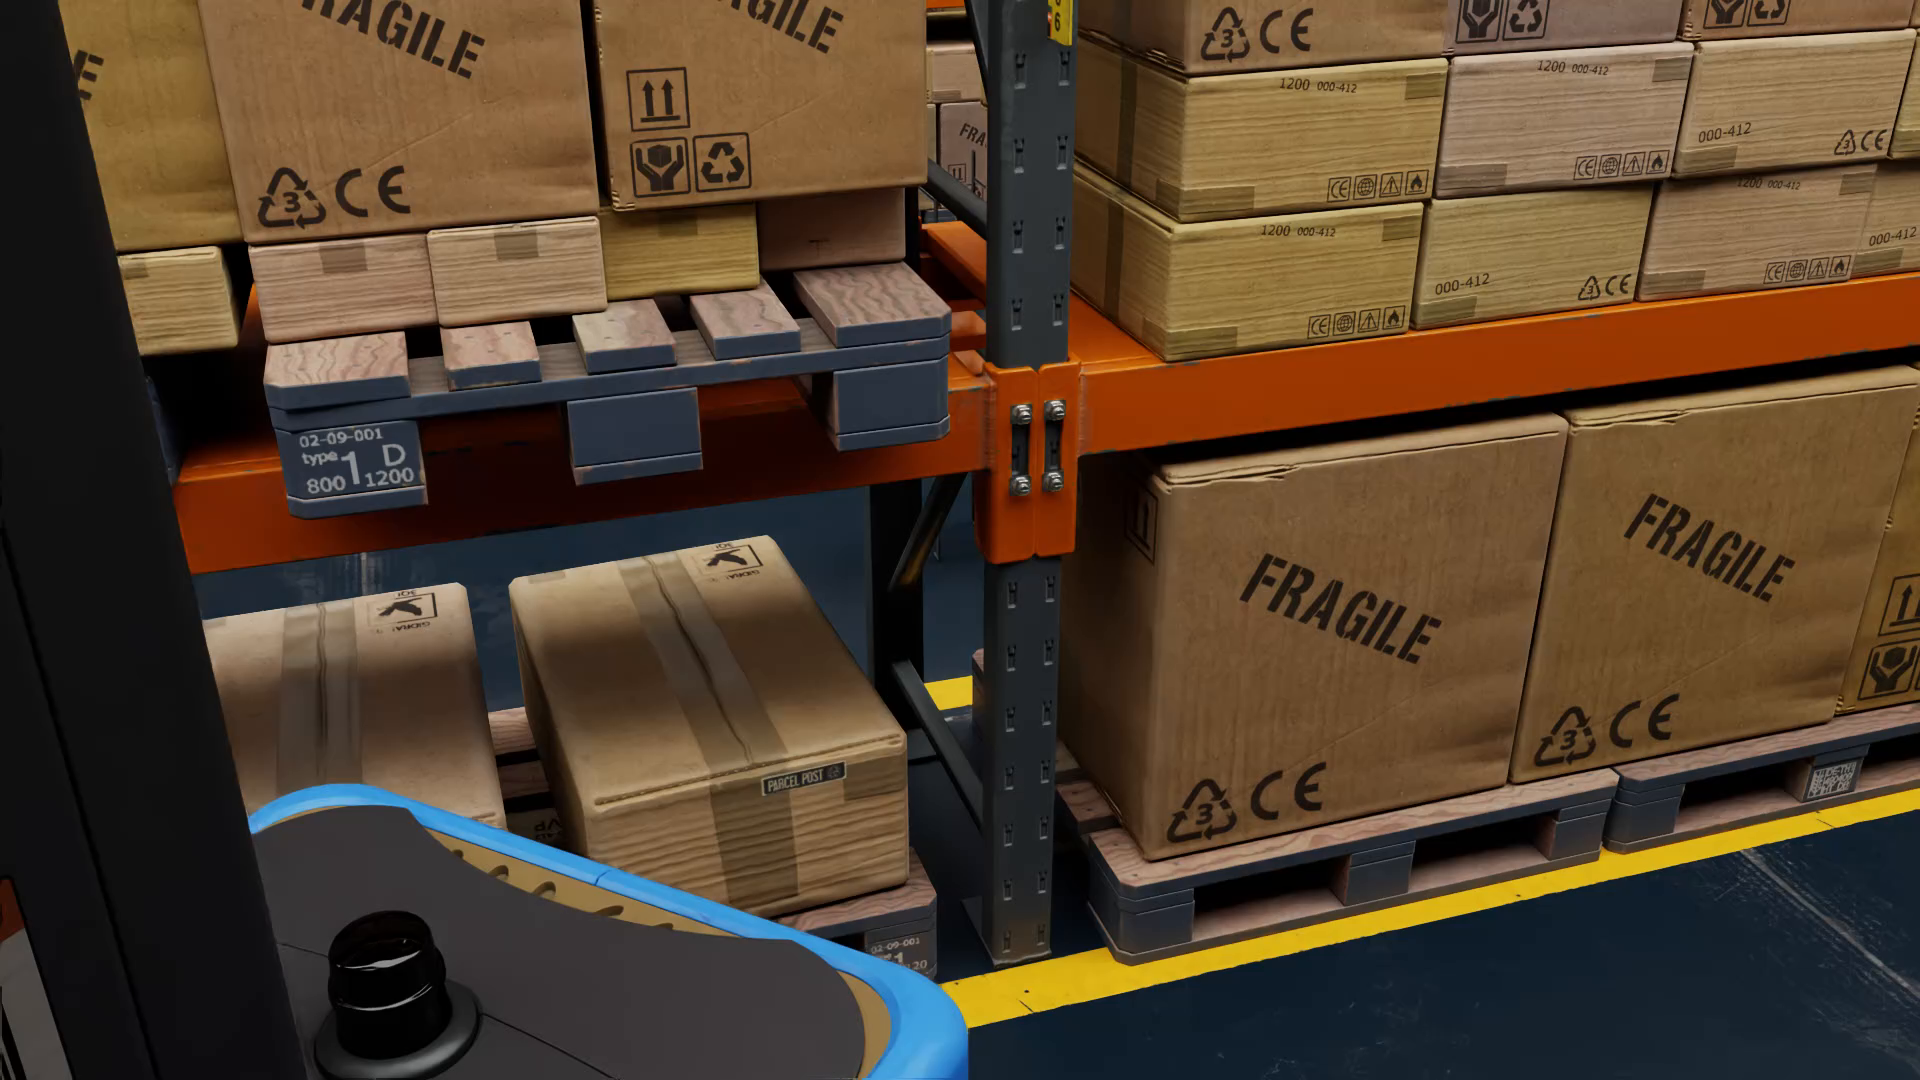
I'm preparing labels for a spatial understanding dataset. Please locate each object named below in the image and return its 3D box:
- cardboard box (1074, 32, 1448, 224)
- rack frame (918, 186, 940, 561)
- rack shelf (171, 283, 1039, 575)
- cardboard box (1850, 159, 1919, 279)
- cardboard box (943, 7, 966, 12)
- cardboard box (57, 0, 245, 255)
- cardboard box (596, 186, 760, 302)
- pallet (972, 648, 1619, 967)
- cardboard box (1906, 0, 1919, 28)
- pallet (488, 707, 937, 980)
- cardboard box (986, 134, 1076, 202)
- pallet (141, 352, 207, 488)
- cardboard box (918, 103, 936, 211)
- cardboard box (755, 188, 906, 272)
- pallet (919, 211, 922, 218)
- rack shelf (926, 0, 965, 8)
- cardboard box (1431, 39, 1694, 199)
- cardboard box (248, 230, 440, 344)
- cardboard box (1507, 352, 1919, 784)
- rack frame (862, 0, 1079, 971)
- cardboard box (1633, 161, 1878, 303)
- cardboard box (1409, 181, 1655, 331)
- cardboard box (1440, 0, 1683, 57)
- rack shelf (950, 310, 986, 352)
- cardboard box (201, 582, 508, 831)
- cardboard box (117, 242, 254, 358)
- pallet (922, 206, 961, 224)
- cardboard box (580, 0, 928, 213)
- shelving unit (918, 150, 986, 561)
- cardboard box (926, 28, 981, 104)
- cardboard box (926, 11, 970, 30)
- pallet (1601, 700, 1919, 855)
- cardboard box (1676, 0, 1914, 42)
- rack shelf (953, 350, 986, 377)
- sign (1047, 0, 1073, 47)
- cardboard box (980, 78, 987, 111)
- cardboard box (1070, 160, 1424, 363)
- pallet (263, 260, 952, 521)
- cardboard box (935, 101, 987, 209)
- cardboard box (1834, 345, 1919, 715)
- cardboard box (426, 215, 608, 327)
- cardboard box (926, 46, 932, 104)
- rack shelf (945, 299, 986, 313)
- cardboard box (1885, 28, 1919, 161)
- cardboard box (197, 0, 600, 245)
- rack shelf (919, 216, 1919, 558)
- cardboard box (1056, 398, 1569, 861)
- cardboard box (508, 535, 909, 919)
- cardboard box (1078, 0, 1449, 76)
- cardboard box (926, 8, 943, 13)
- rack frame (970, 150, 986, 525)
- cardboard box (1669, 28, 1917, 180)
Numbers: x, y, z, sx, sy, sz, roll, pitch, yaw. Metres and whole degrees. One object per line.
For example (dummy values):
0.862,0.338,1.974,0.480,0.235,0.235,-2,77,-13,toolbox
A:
0.535,-0.792,3.079,0.500,0.250,0.500,-8,28,-16,cardboard box
-0.101,-0.523,4.954,0.006,1.200,0.240,-8,28,-16,rack frame
-1.925,-0.073,2.832,4.000,0.370,1.077,-8,28,-16,rack shelf
1.972,-0.781,3.619,0.500,0.250,0.500,-8,28,-16,cardboard box
0.109,-4.551,12.961,0.875,0.875,1.225,-8,28,-16,cardboard box
-1.337,-0.710,2.388,0.500,0.500,0.500,-10,28,-20,cardboard box
-0.494,-0.534,2.762,0.250,0.149,0.380,-8,27,-15,cardboard box
0.750,0.502,4.001,1.213,0.211,1.003,-8,28,-16,pallet
1.968,-1.332,3.324,0.500,0.500,0.500,-8,27,-15,cardboard box
-0.767,0.686,3.631,1.213,0.211,1.003,-8,28,-16,pallet
0.377,-0.782,3.621,0.500,0.250,0.500,-9,28,-18,cardboard box
-1.893,-0.294,2.685,1.213,0.211,1.003,-8,28,-16,pallet
-0.423,-1.878,7.998,0.500,0.500,0.500,-8,27,-15,cardboard box
-0.262,-0.601,2.898,0.250,0.149,0.380,-7,27,-14,cardboard box
-0.909,-1.607,8.250,1.213,0.211,1.003,-8,28,-16,pallet
0.250,-2.702,8.129,4.000,0.370,1.077,-8,28,-16,rack shelf
1.027,-0.863,3.221,0.500,0.250,0.500,-8,27,-15,cardboard box
-0.962,-0.449,2.591,0.250,0.149,0.380,-10,28,-19,cardboard box
1.509,-0.088,3.970,0.875,0.875,0.875,-8,27,-15,cardboard box
-0.023,-0.670,3.227,0.127,3.000,1.000,-8,28,-16,rack frame
1.504,-0.712,3.479,0.500,0.250,0.500,-7,27,-14,cardboard box
1.003,-0.642,3.339,0.500,0.250,0.500,-9,28,-18,cardboard box
0.990,-1.200,3.056,0.500,0.500,0.500,-8,28,-16,cardboard box
-0.014,-0.603,4.946,0.180,0.103,0.258,-8,28,-16,rack shelf
-1.263,0.497,3.358,0.625,0.372,0.950,-9,28,-17,cardboard box
-1.219,-0.405,2.502,0.250,0.149,0.380,-8,27,-15,cardboard box
0.249,-1.774,8.585,1.213,0.211,1.003,-8,28,-16,pallet
-0.369,-0.856,2.682,0.500,0.500,0.500,-9,28,-18,cardboard box
-0.014,-0.535,4.979,0.189,1.200,0.258,-8,28,-16,shelving unit
0.035,-2.279,7.962,0.500,0.250,0.500,-8,28,-16,cardboard box
-0.118,-2.496,8.400,0.500,0.250,0.500,-8,27,-15,cardboard box
1.908,0.336,4.336,1.213,0.211,1.003,-8,28,-16,pallet
1.487,-1.264,3.187,0.500,0.500,0.500,-7,27,-15,cardboard box
-0.014,-0.496,4.999,0.180,0.103,0.258,-8,28,-16,rack shelf
0.154,-0.925,2.527,0.005,0.325,0.100,-8,28,-16,sign
0.359,-1.001,3.500,0.500,0.250,0.500,-8,28,-16,cardboard box
0.520,-0.564,3.181,0.500,0.250,0.500,-9,28,-17,cardboard box
-0.668,-0.441,2.981,1.003,0.211,1.213,-8,28,-16,pallet
0.063,-1.951,8.144,0.500,0.500,0.500,-9,28,-17,cardboard box
2.359,-0.211,4.218,0.875,0.875,0.875,-7,27,-15,cardboard box
-0.720,-0.480,2.654,0.250,0.149,0.380,-8,28,-17,cardboard box
-0.439,-2.216,7.836,0.500,0.250,0.500,-9,28,-17,cardboard box
-0.014,-0.711,4.892,0.180,0.103,0.258,-8,28,-16,rack shelf
1.991,-0.991,3.479,0.500,0.250,0.500,-8,27,-15,cardboard box
-0.857,-0.780,2.529,0.500,0.500,0.500,-9,28,-17,cardboard box
1.879,-0.623,3.941,4.000,0.370,1.077,-8,28,-16,rack shelf
0.659,0.033,3.726,0.875,0.875,0.875,-8,28,-17,cardboard box
-0.563,0.392,3.569,0.625,0.372,0.950,-10,28,-20,cardboard box
0.522,-1.127,2.911,0.500,0.500,0.500,-9,28,-18,cardboard box
-0.740,-4.427,12.712,0.875,0.875,1.225,-9,28,-18,cardboard box
0.073,-0.548,5.005,0.006,1.200,0.240,-8,28,-16,rack frame
1.505,-0.926,3.349,0.500,0.250,0.500,-8,28,-16,cardboard box
